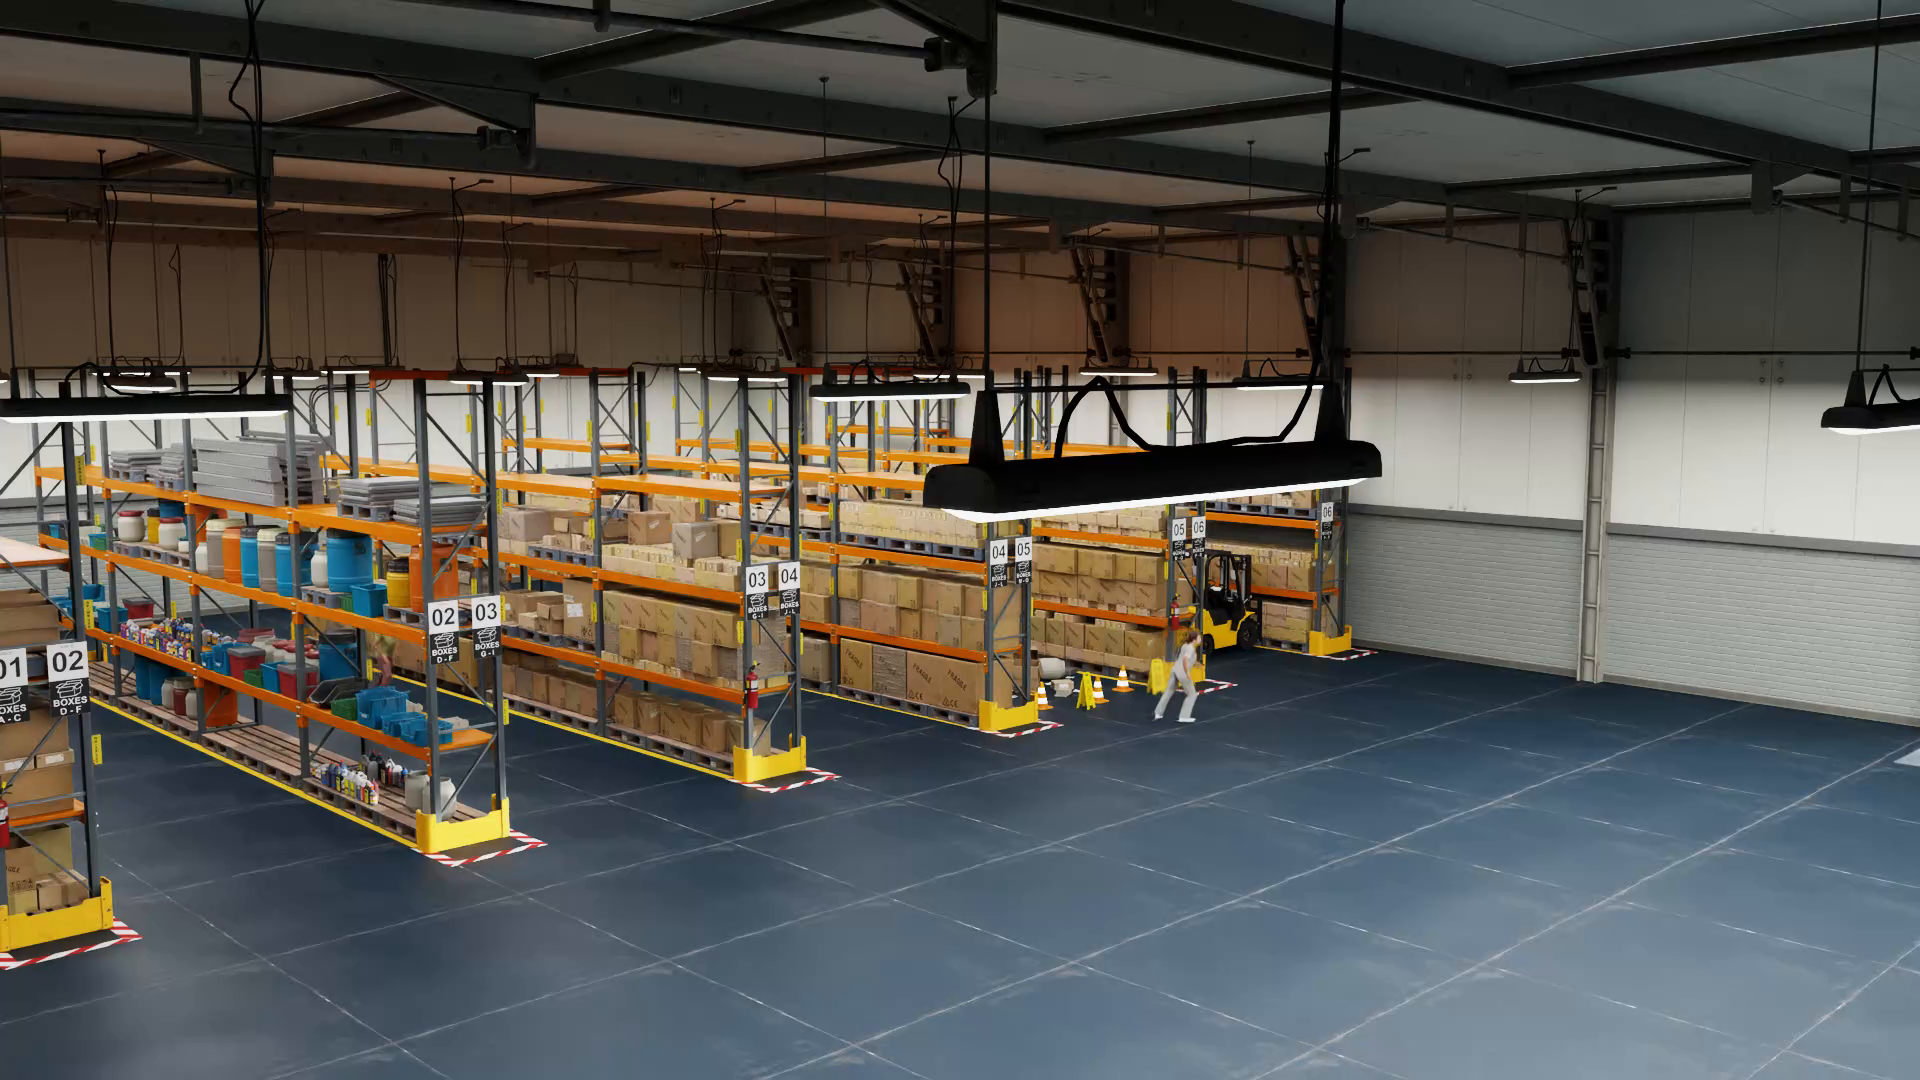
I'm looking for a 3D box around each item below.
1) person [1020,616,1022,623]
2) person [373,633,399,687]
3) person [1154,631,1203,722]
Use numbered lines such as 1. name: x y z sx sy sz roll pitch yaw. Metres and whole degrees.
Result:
1. person: 1.185 1.223 37.485 0.694 1.813 0.917 -5 8 -35
2. person: -10.576 2.132 30.542 0.817 1.530 0.624 3 7 24
3. person: 3.785 2.335 28.551 0.859 1.592 0.633 -2 7 -21
